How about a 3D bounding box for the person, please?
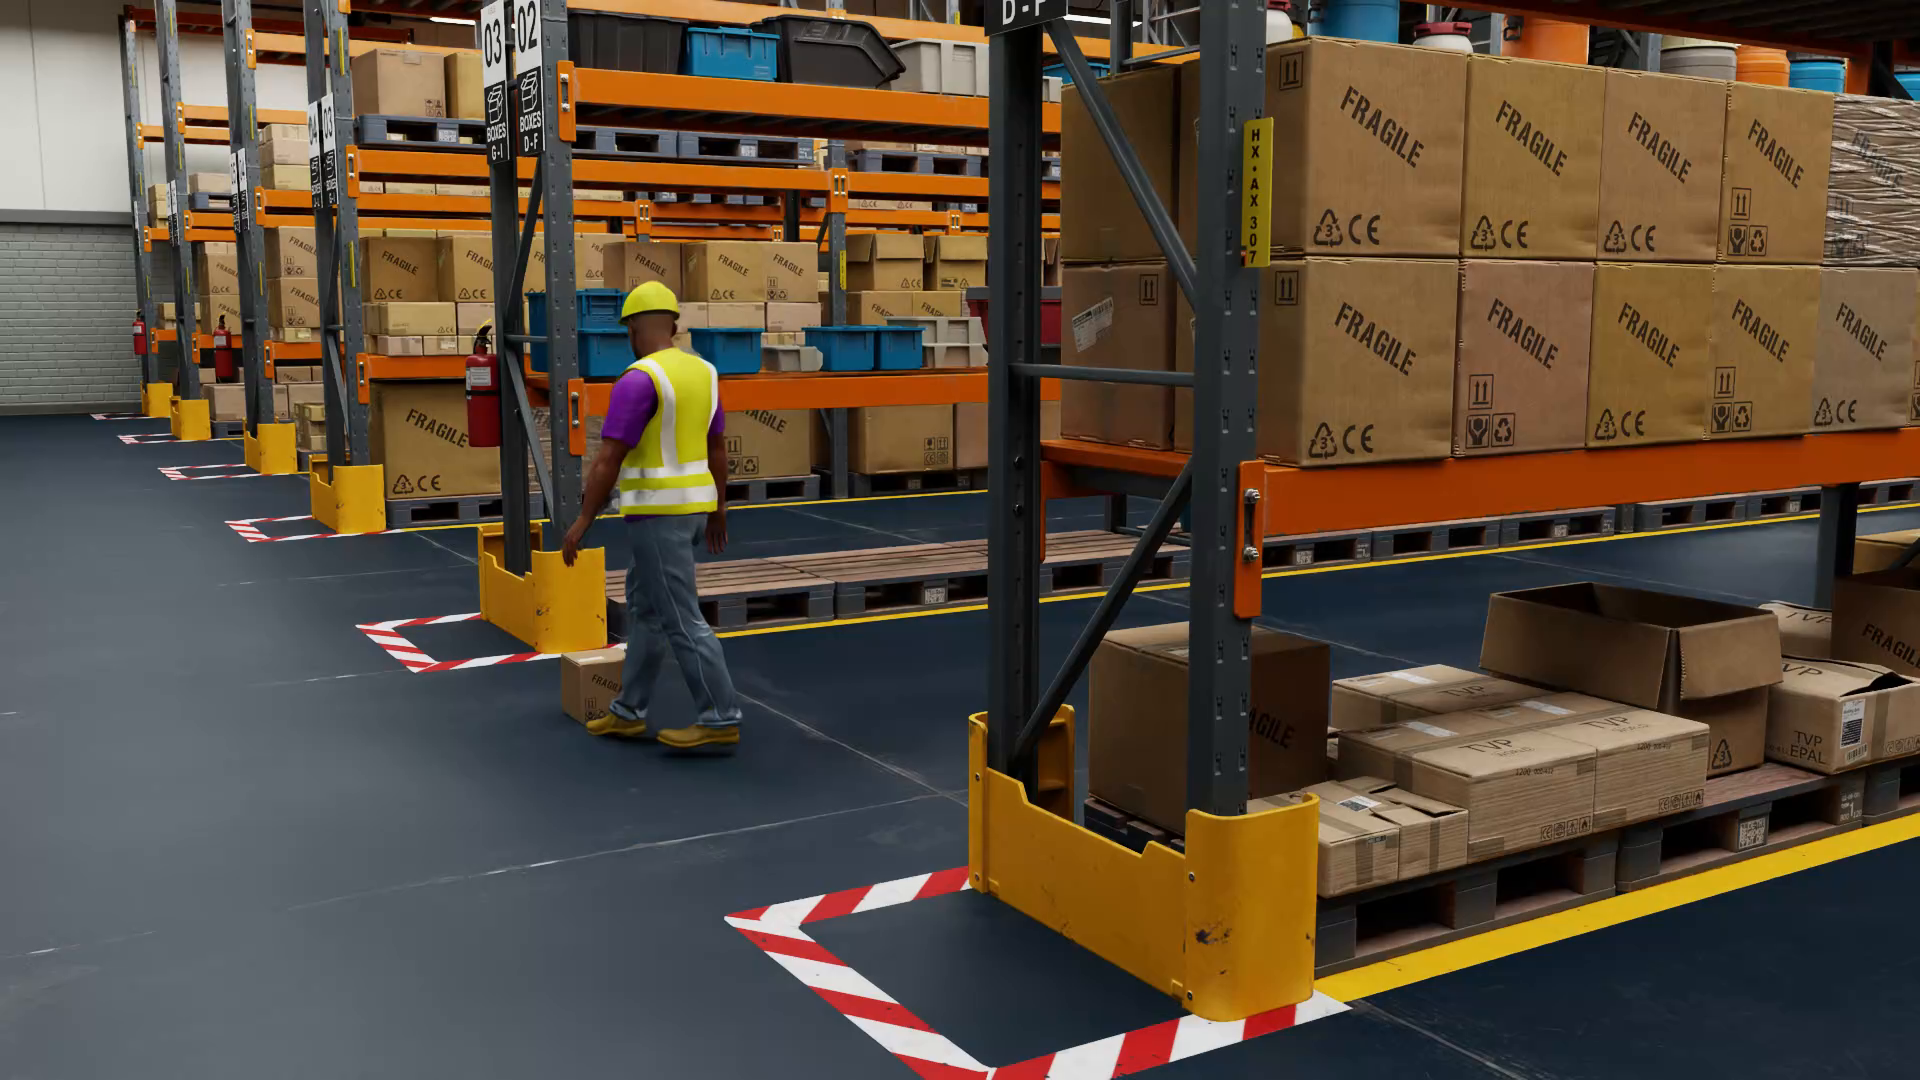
[{"bbox_3d":[4.673,-0.772,11.146,9.469,1.775,13.240,2,8,15],"label":"person"}]
